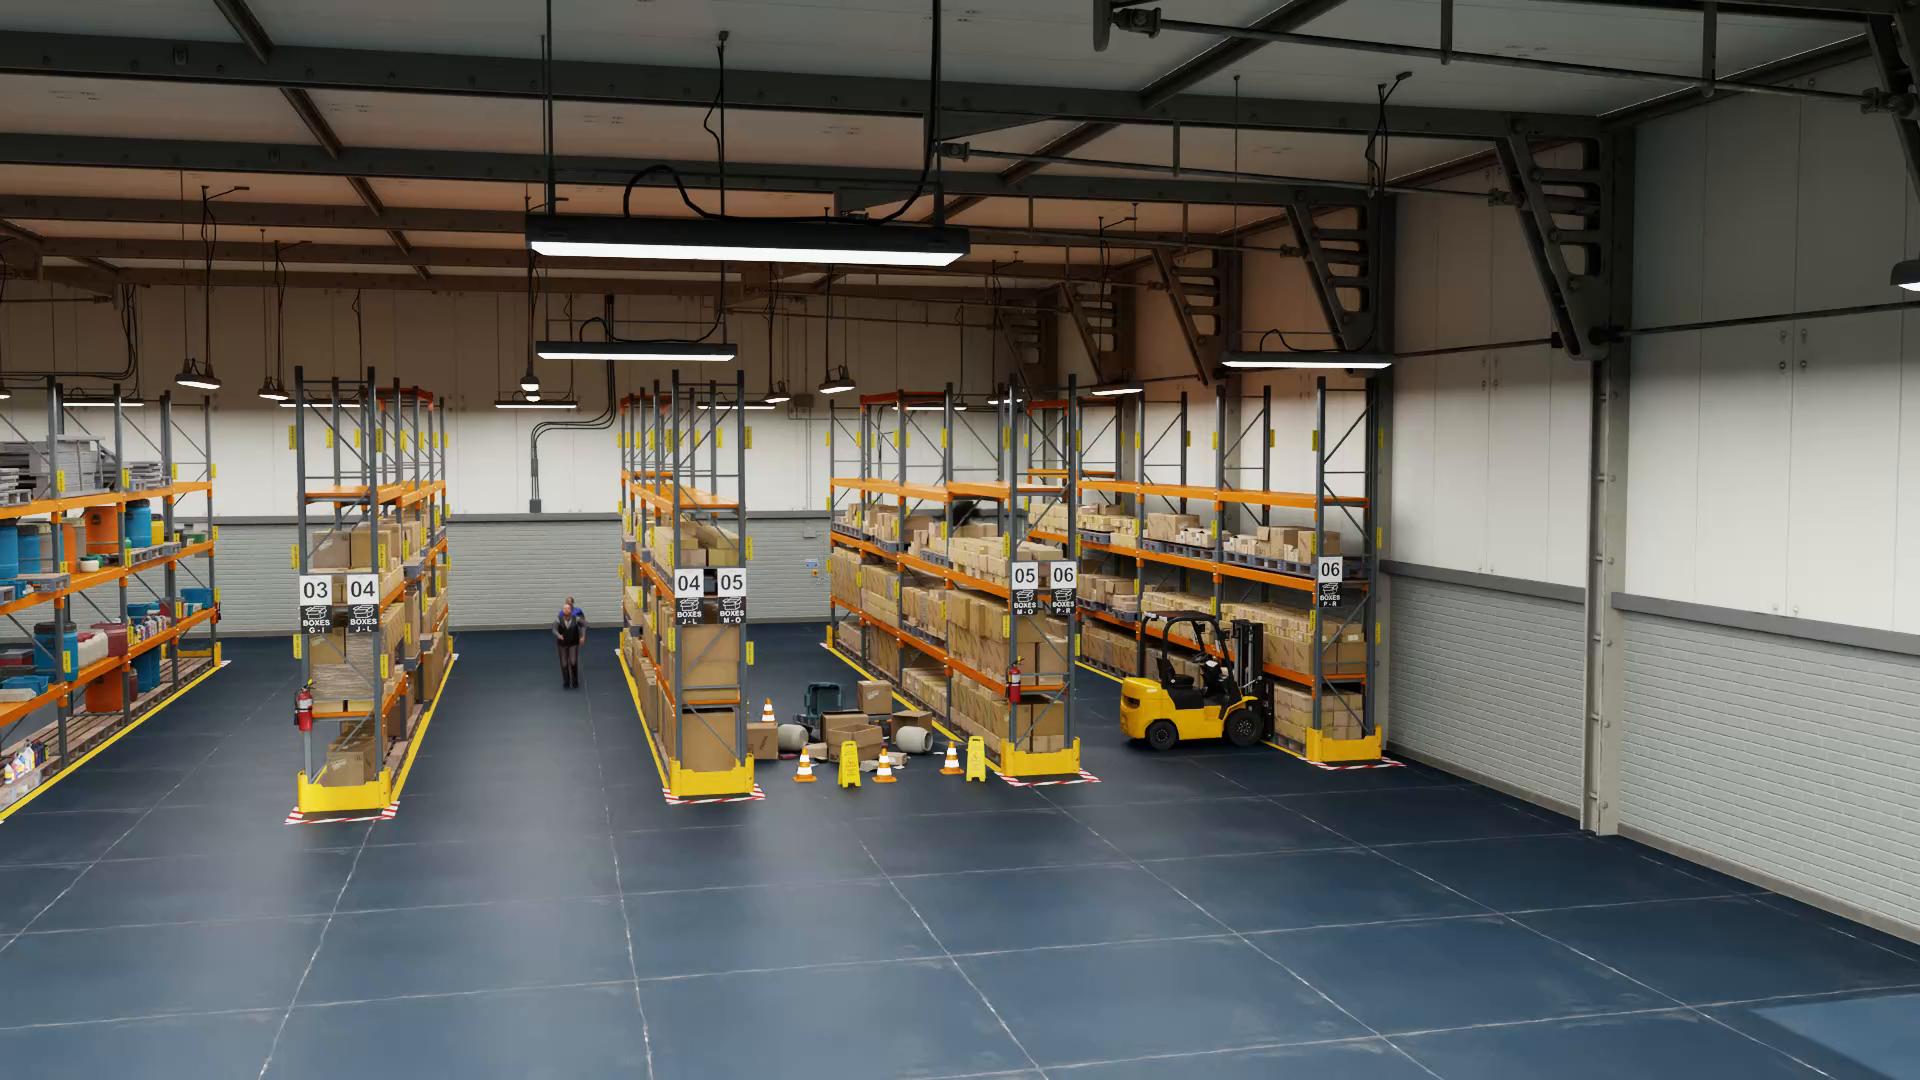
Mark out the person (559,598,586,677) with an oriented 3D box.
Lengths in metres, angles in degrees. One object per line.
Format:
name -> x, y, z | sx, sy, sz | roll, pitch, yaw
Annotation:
person -> -8.328, 2.061, 35.670 | 0.588, 1.662, 0.899 | -1, 3, -11

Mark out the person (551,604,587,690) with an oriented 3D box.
person -> -7.864, 2.168, 33.445 | 0.679, 1.772, 0.728 | -1, 3, -9
